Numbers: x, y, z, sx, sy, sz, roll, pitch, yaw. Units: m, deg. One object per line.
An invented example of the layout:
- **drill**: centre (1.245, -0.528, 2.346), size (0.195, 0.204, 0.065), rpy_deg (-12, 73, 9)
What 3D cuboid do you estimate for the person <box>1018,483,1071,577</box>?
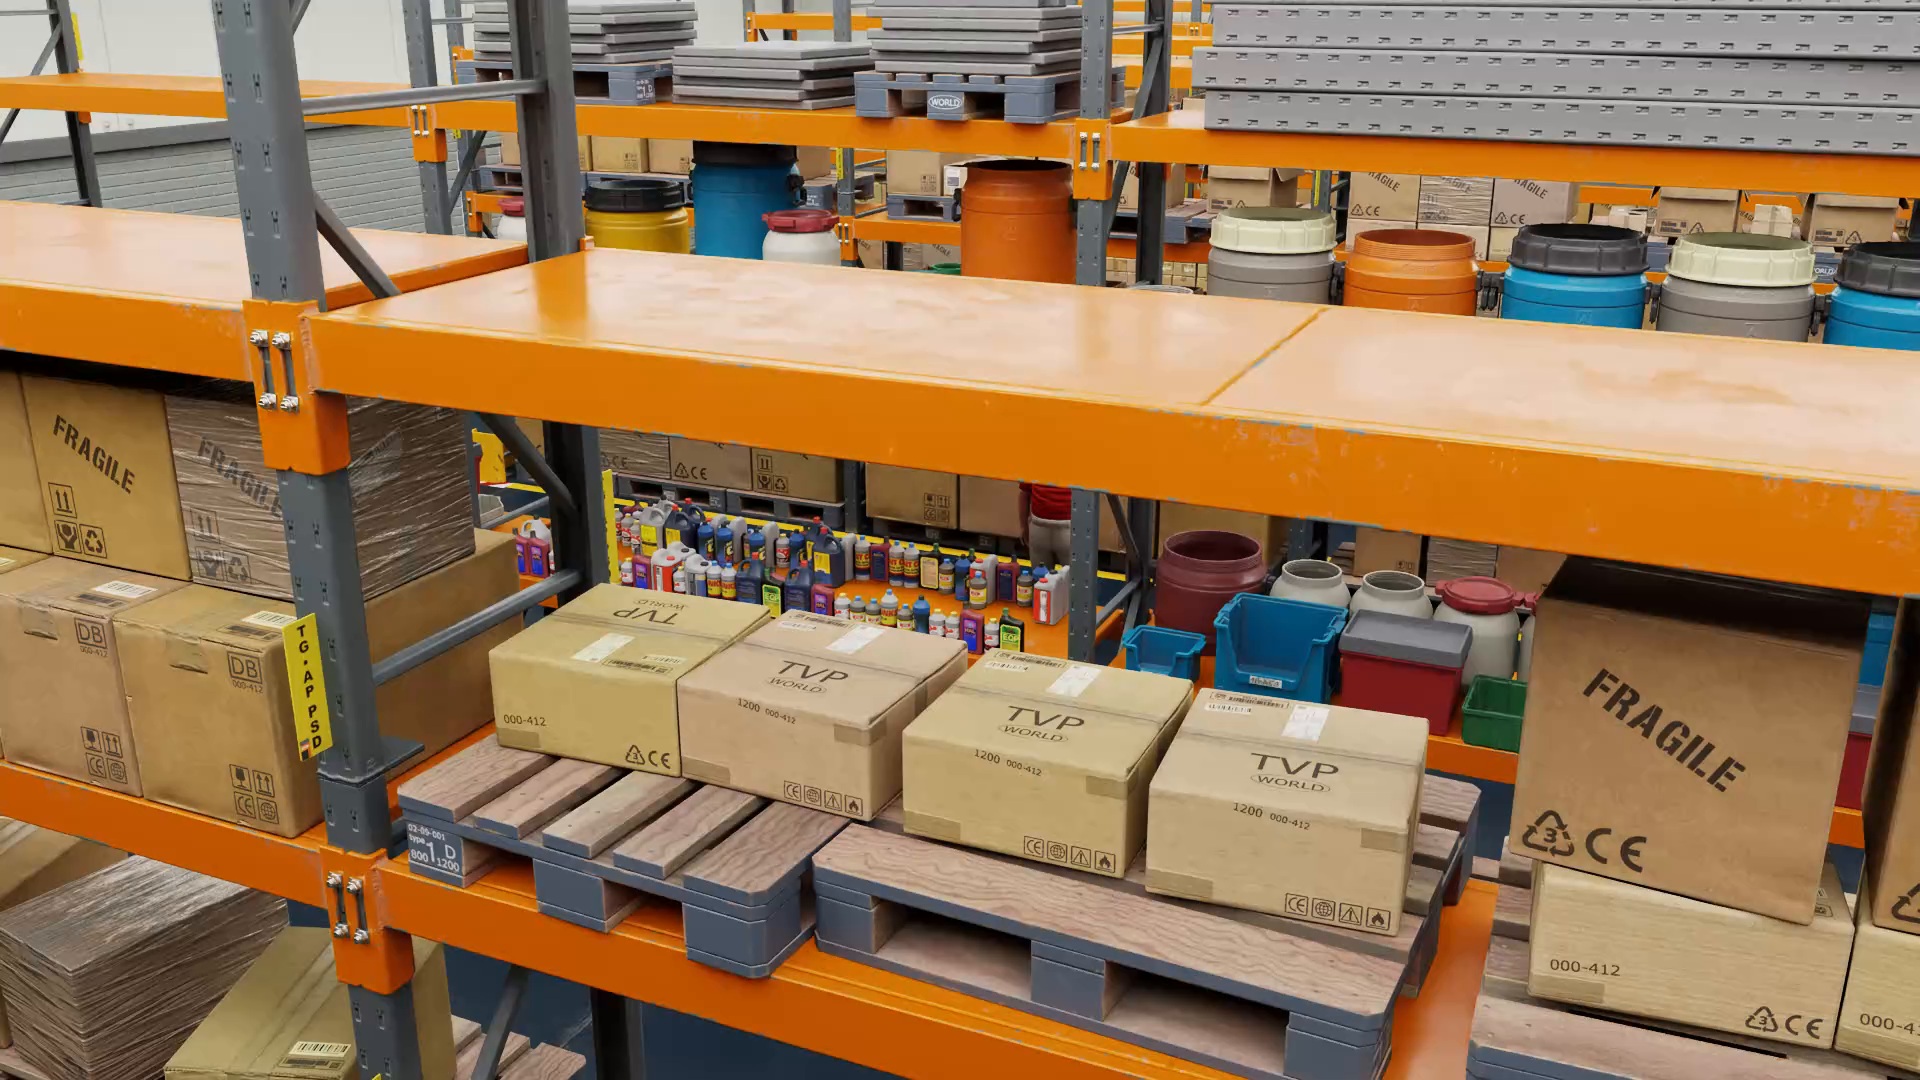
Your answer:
- **person**: centre (0.725, -0.052, 12.237), size (0.606, 1.727, 0.393), rpy_deg (7, 20, 20)
